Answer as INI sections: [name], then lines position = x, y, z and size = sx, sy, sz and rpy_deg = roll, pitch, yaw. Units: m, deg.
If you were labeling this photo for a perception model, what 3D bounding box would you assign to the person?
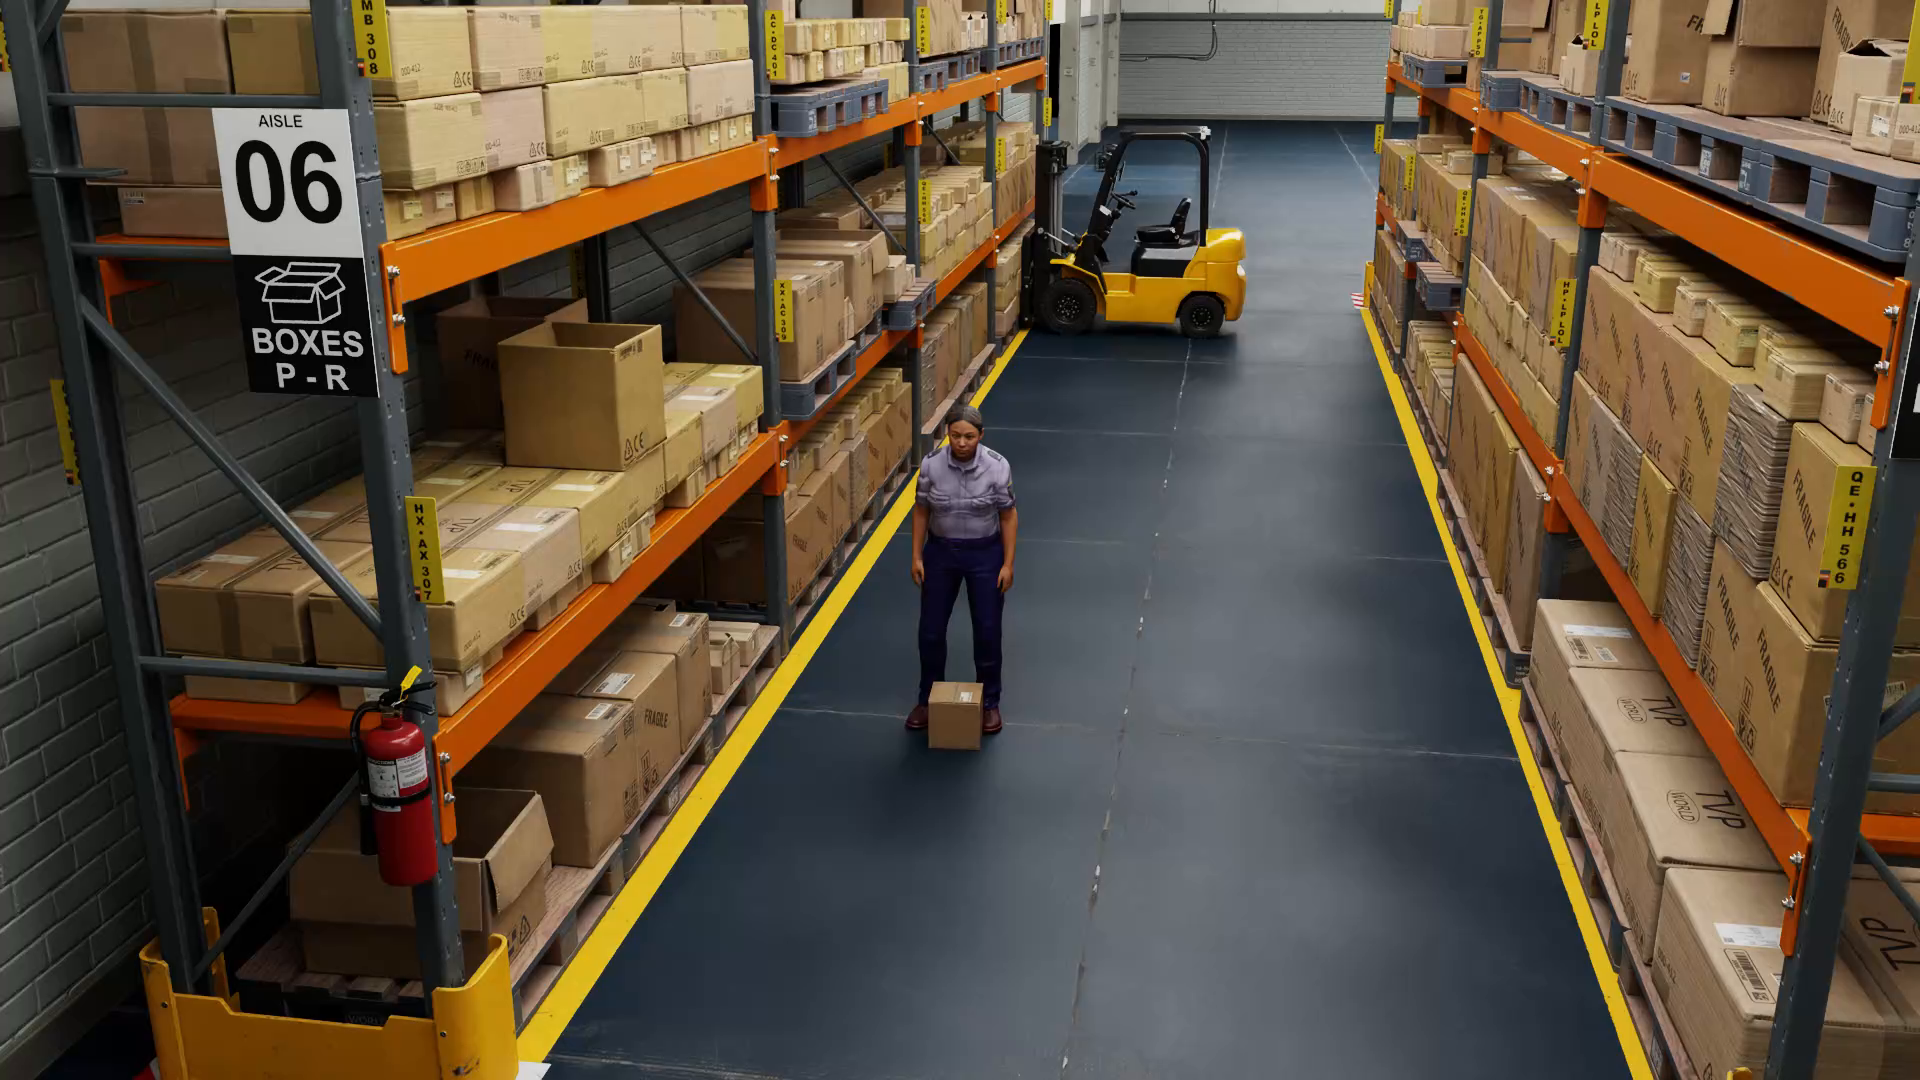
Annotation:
[person]
position = 0.010, 0.130, 8.191
size = 0.537, 1.637, 0.372
rpy_deg = 3, 18, 8
